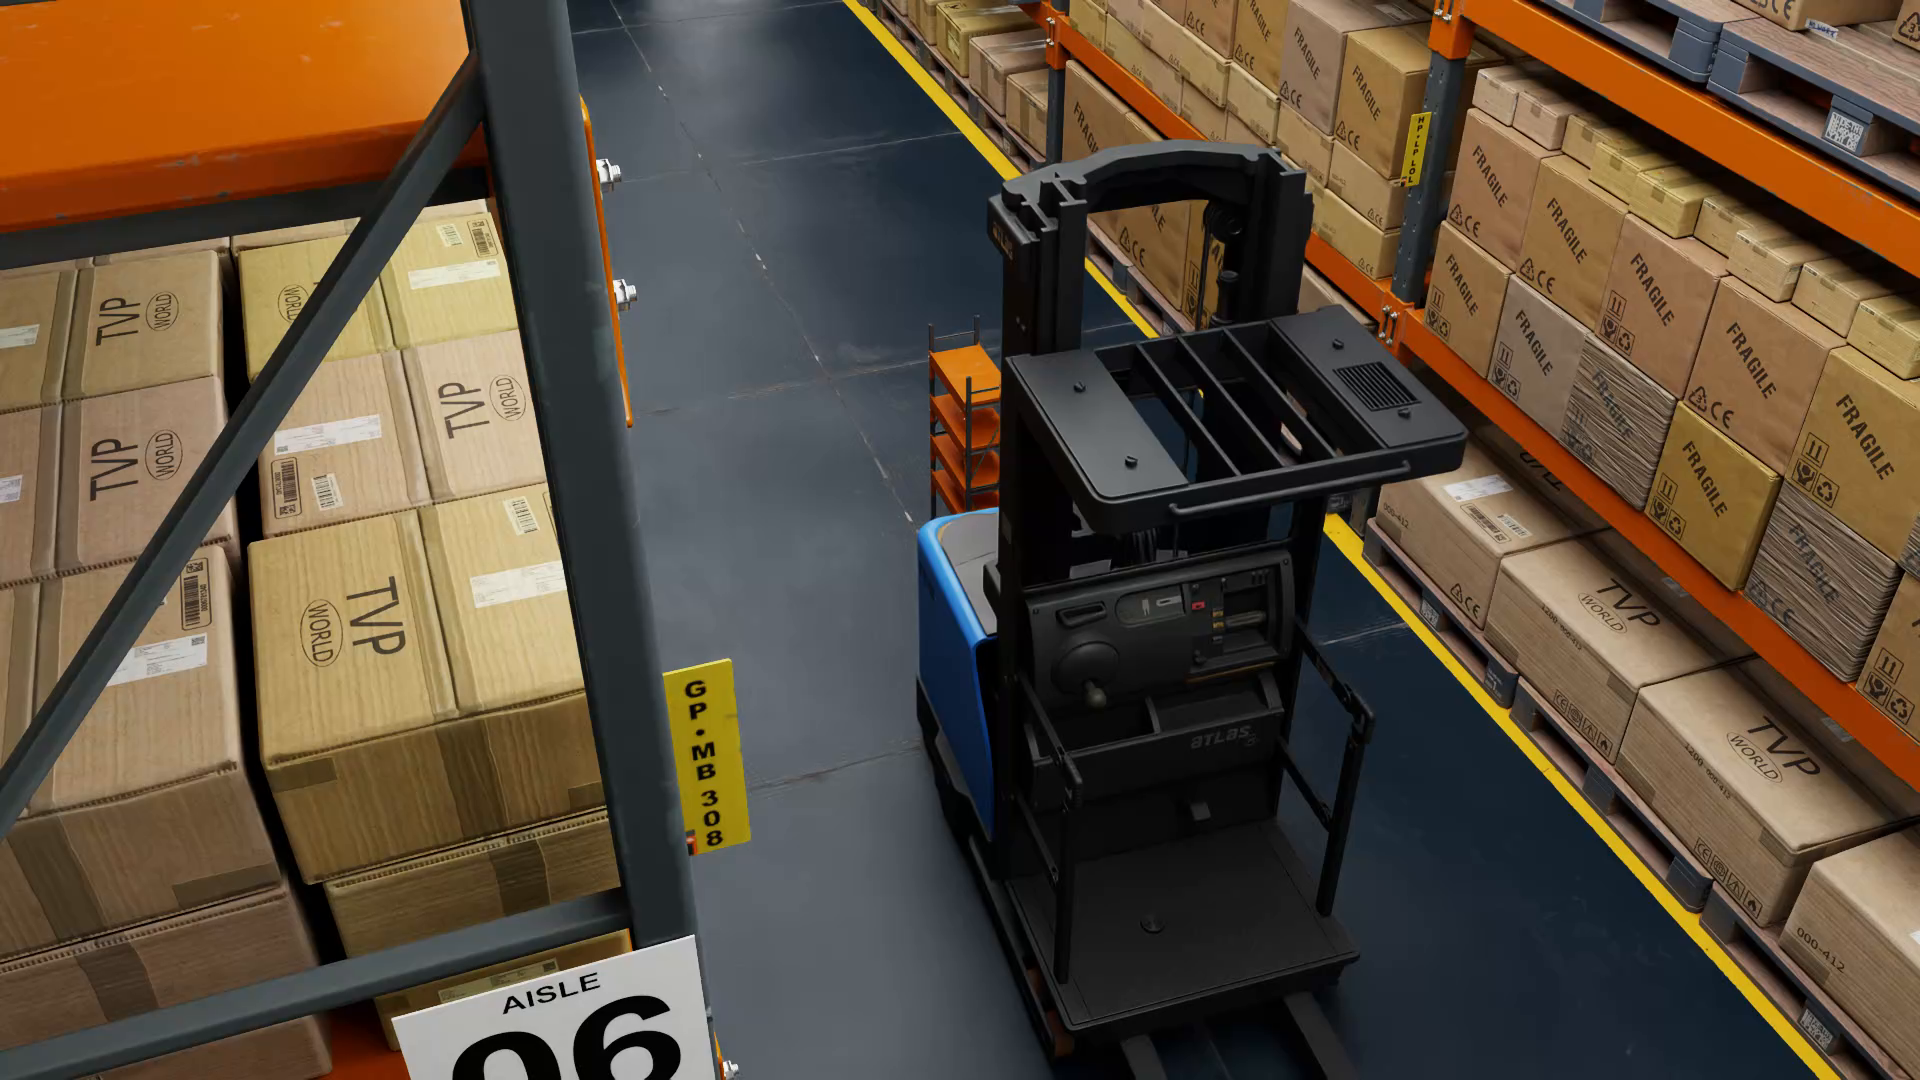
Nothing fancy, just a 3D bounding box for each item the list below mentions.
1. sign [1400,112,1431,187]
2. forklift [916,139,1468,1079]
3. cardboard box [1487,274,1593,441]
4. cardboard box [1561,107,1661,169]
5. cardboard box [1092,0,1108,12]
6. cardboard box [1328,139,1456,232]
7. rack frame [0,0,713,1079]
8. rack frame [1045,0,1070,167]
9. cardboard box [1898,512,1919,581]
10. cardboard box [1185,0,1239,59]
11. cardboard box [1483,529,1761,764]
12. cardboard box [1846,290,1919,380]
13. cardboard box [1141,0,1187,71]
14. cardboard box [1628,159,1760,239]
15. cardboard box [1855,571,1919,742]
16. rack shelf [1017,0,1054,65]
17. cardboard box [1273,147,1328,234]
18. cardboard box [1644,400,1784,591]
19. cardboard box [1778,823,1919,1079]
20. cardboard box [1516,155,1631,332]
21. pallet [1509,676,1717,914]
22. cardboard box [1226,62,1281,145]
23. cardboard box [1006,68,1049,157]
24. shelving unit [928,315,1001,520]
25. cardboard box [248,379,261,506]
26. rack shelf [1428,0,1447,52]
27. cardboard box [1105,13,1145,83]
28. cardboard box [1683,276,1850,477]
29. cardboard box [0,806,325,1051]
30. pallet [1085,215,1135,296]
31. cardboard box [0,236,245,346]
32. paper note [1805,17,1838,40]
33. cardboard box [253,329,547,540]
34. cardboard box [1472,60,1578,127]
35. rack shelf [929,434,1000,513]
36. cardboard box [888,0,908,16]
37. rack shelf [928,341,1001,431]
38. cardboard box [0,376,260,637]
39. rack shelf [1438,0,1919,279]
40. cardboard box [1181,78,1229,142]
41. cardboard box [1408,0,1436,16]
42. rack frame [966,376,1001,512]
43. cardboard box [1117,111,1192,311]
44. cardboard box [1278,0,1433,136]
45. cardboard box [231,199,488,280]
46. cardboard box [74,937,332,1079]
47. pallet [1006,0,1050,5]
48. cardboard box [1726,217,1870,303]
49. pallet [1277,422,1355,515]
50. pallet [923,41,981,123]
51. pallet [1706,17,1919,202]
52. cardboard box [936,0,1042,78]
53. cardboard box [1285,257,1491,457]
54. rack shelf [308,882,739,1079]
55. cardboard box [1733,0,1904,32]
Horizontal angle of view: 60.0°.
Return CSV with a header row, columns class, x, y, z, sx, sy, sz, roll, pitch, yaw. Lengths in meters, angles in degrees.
class,x,y,z,sx,sy,sz,roll,pitch,yaw
sign,1.935,-1.655,7.057,0.100,0.325,0.005,-12,39,-16
forklift,0.737,0.370,5.322,1.130,2.935,3.031,-11,38,-14
cardboard box,2.526,-0.777,6.705,0.500,0.500,0.500,-12,39,-16
cardboard box,2.537,-1.531,6.336,0.380,0.149,0.250,-13,39,-17
cardboard box,1.007,-3.404,9.985,0.500,0.250,0.500,-13,39,-16
cardboard box,2.061,-1.680,7.696,0.500,0.250,0.500,-12,39,-16
rack frame,-0.841,-0.448,1.366,1.000,3.000,0.127,-12,39,-16
rack frame,1.065,-3.601,10.538,1.000,3.000,0.127,-12,39,-16
cardboard box,3.221,-0.033,4.887,0.500,0.500,0.500,-12,39,-16
cardboard box,1.519,-2.852,8.629,0.500,0.500,0.500,-12,39,-15
cardboard box,2.865,0.397,7.011,0.875,0.438,0.875,-14,39,-17
cardboard box,3.016,-0.651,5.168,0.380,0.149,0.250,-12,38,-15
cardboard box,1.344,-2.827,9.219,0.500,0.250,0.500,-13,39,-16
cardboard box,2.629,-1.222,5.925,0.380,0.149,0.250,-14,39,-17
cardboard box,3.245,0.374,5.177,0.500,0.500,0.500,-13,39,-17
rack shelf,0.377,-4.444,12.254,1.077,0.370,4.000,-12,39,-16
cardboard box,1.876,-1.771,8.232,0.500,0.250,0.500,-13,39,-17
cardboard box,2.869,-0.204,5.944,0.500,0.500,0.500,-11,38,-15
cardboard box,3.497,1.422,5.650,0.875,0.438,0.875,-14,39,-17
cardboard box,2.546,-1.175,6.403,0.500,0.500,0.500,-13,39,-17
pallet,3.053,0.908,6.869,1.003,0.211,1.213,-12,39,-16
cardboard box,1.698,-2.252,8.456,0.500,0.250,0.500,-12,38,-15
cardboard box,0.880,-3.041,11.629,0.950,0.372,0.625,-15,40,-19
shelving unit,0.057,-0.386,7.765,0.258,1.200,0.503,-12,39,-16
cardboard box,-1.605,-0.076,3.242,0.500,0.250,0.500,-13,39,-17
rack shelf,1.753,-3.382,8.352,1.077,0.370,4.000,-12,39,-16
cardboard box,1.190,-2.926,9.766,0.500,0.250,0.500,-14,39,-17
cardboard box,2.883,-0.598,5.637,0.500,0.500,0.500,-13,39,-16
cardboard box,-1.250,0.496,2.483,0.500,0.250,0.500,-13,39,-17
pallet,1.265,-2.026,10.765,1.003,0.211,1.213,-12,39,-16
cardboard box,-1.769,-0.573,3.487,0.500,0.250,0.500,-13,39,-16
paper note,2.548,-1.515,4.923,0.006,0.032,0.123,-12,39,-16
cardboard box,-0.916,-0.103,2.862,0.500,0.250,0.500,-13,39,-16
cardboard box,2.306,-1.808,6.704,0.380,0.149,0.250,-13,39,-17
rack shelf,0.057,-0.332,7.805,0.258,0.148,0.480,-12,39,-16
cardboard box,-0.129,-4.683,13.809,0.950,0.372,0.625,-12,39,-15
rack shelf,0.057,-0.700,7.528,0.258,0.148,0.480,-12,39,-16
cardboard box,-1.435,0.004,2.720,0.500,0.250,0.500,-14,39,-17
rack shelf,3.130,-1.122,5.352,1.077,0.370,4.000,-12,39,-16
cardboard box,1.538,-2.351,9.002,0.500,0.250,0.500,-12,39,-16
cardboard box,2.359,-2.371,7.990,0.500,0.500,0.500,-13,39,-16
rack frame,0.141,-0.248,7.582,0.240,1.200,0.015,-12,39,-16
cardboard box,1.528,-2.008,9.840,0.875,0.875,0.875,-12,39,-15
cardboard box,1.867,-2.272,7.859,0.500,0.500,0.500,-12,39,-15
cardboard box,-1.286,-0.670,3.614,0.500,0.250,0.500,-11,38,-15
cardboard box,-1.169,0.717,2.520,0.380,0.149,0.250,-11,38,-15
pallet,0.720,-3.905,11.101,1.213,0.211,1.003,-12,39,-16
cardboard box,2.813,-0.944,5.556,0.380,0.149,0.250,-12,39,-16
pallet,2.105,-0.648,8.935,1.003,0.211,1.213,-12,39,-16
pallet,0.381,-3.617,12.877,1.003,0.211,1.213,-12,39,-16
pallet,3.129,-1.352,5.132,1.003,0.211,1.213,-12,39,-16
cardboard box,0.363,-3.885,12.750,0.950,0.372,0.625,-11,38,-14
cardboard box,2.153,-0.994,8.494,0.875,0.875,0.875,-11,38,-15
rack shelf,-1.530,-0.093,3.985,1.077,0.370,4.000,-12,39,-16
cardboard box,2.936,-2.033,5.445,0.797,0.503,0.637,-10,38,-12
